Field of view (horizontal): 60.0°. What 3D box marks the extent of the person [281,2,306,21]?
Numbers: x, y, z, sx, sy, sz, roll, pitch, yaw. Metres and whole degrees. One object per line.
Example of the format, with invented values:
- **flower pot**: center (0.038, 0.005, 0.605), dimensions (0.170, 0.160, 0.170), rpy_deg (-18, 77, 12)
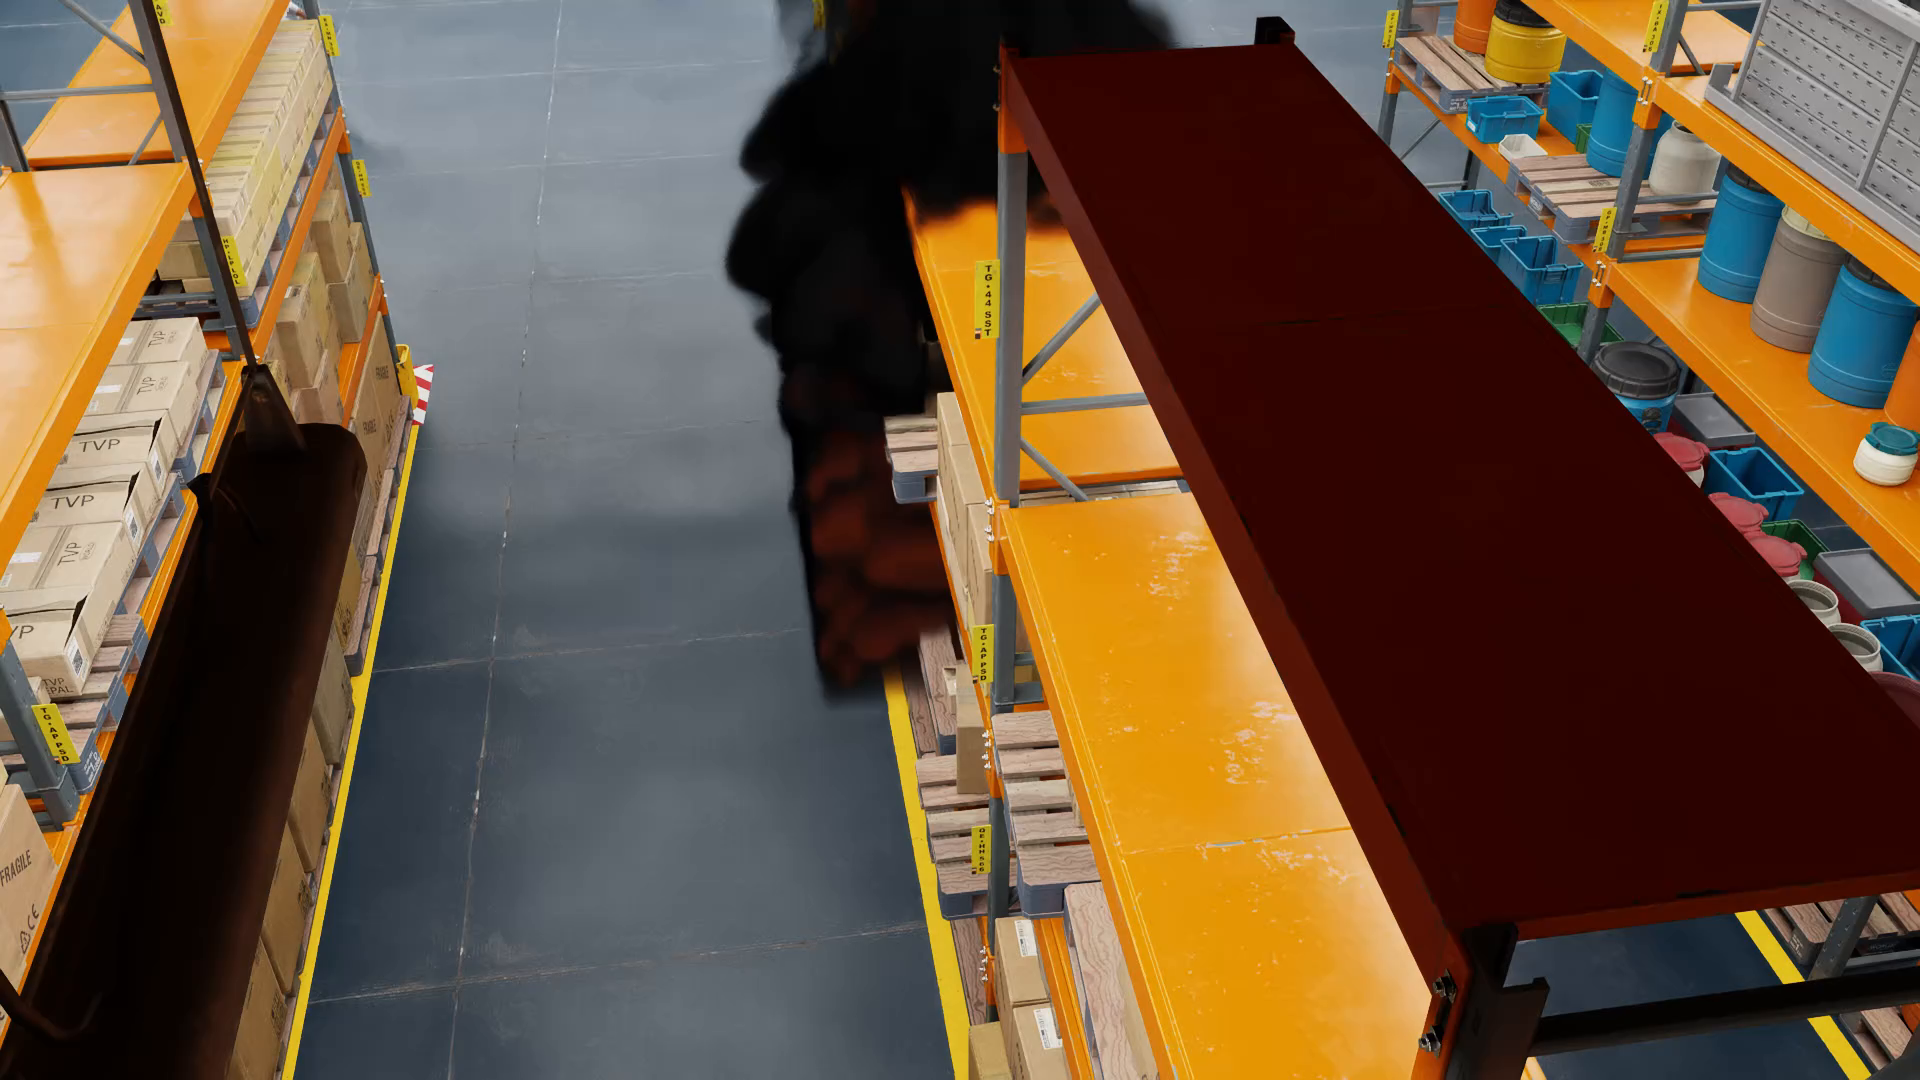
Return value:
- **person**: center (-8.266, -5.911, 20.003), dimensions (0.663, 1.753, 0.681), rpy_deg (16, 39, 20)
